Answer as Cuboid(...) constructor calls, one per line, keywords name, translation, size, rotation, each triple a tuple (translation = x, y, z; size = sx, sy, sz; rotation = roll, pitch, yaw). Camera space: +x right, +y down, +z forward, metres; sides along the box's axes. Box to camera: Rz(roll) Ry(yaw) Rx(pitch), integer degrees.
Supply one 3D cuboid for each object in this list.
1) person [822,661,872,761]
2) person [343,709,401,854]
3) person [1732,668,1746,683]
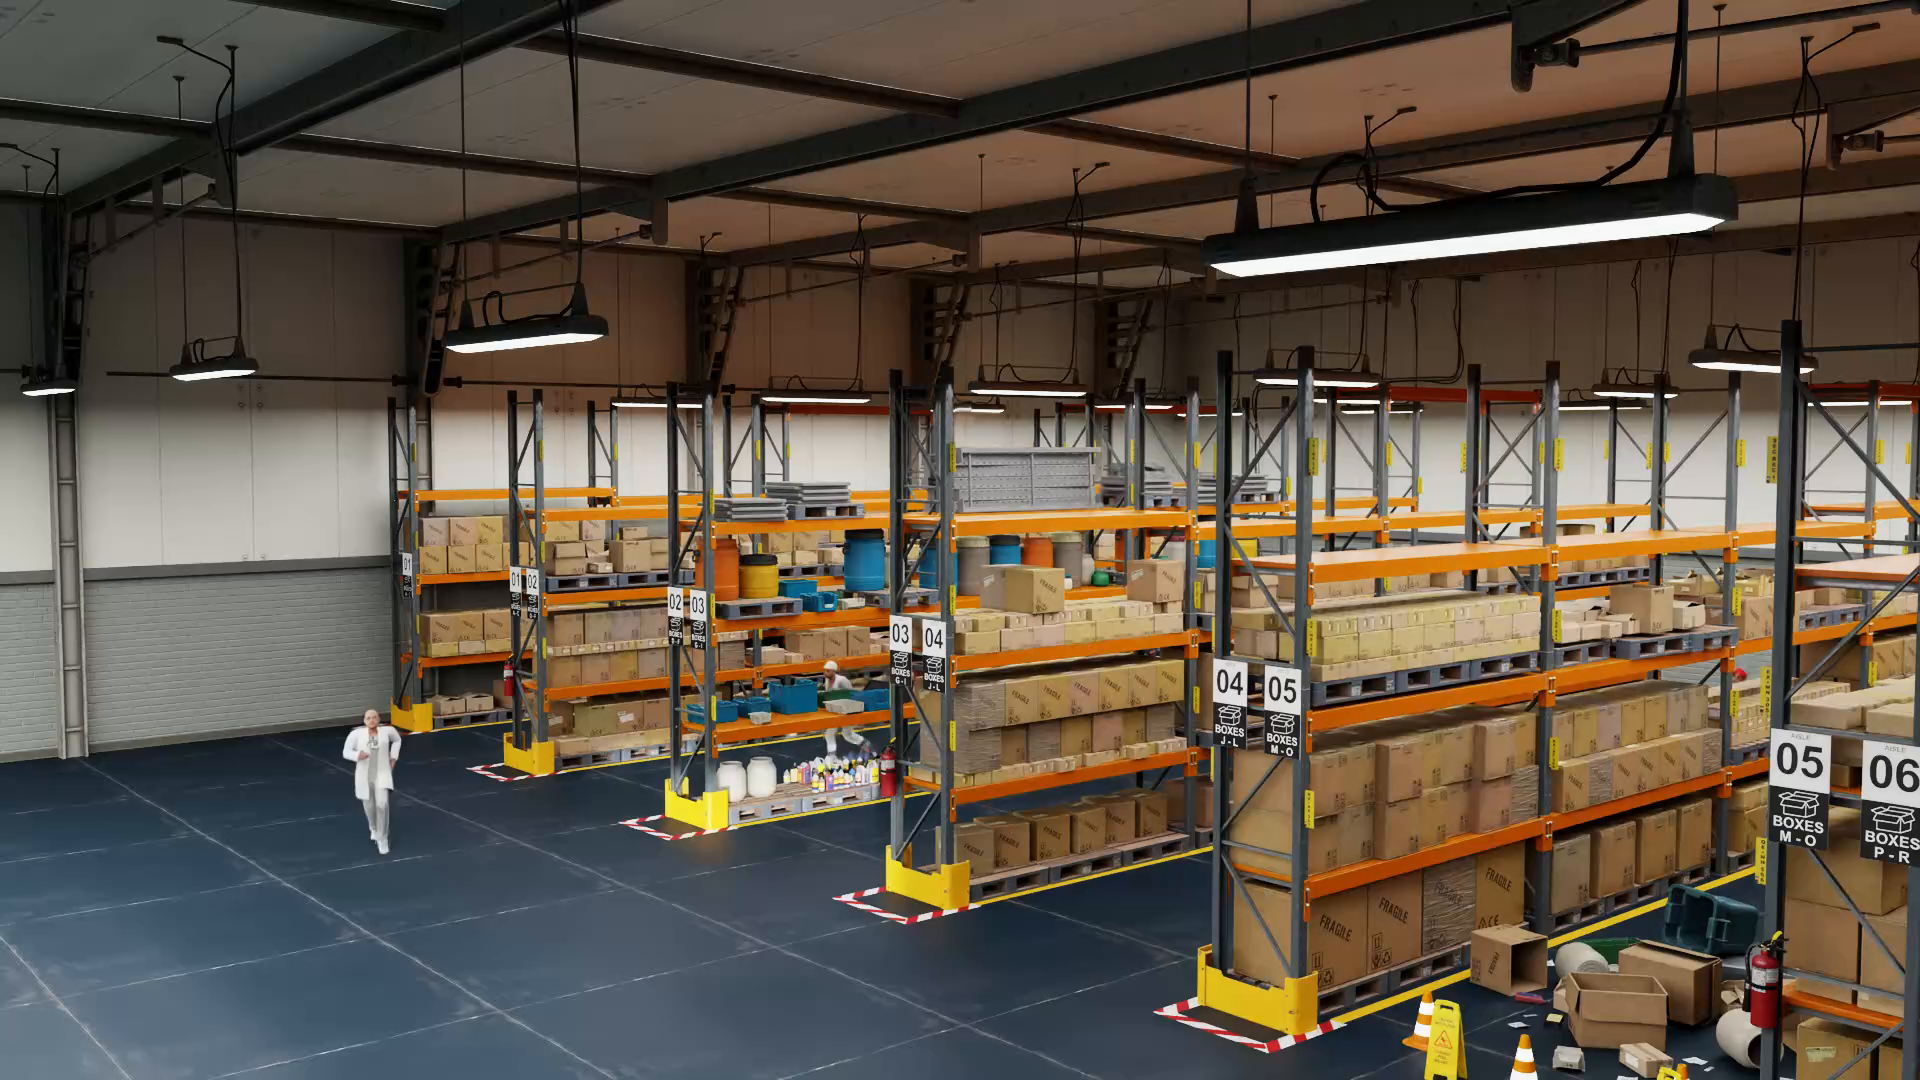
Cuboid(name="person", translation=(-1.814, 2.776, 26.450), size=(0.996, 1.780, 0.670), rotation=(-3, 5, -43))
Cuboid(name="person", translation=(-7.490, 3.057, 21.204), size=(0.681, 1.836, 0.896), rotation=(-1, 3, -15))
Cuboid(name="person", translation=(11.644, 2.795, 24.887), size=(0.941, 1.774, 0.665), rotation=(-3, 4, -40))
